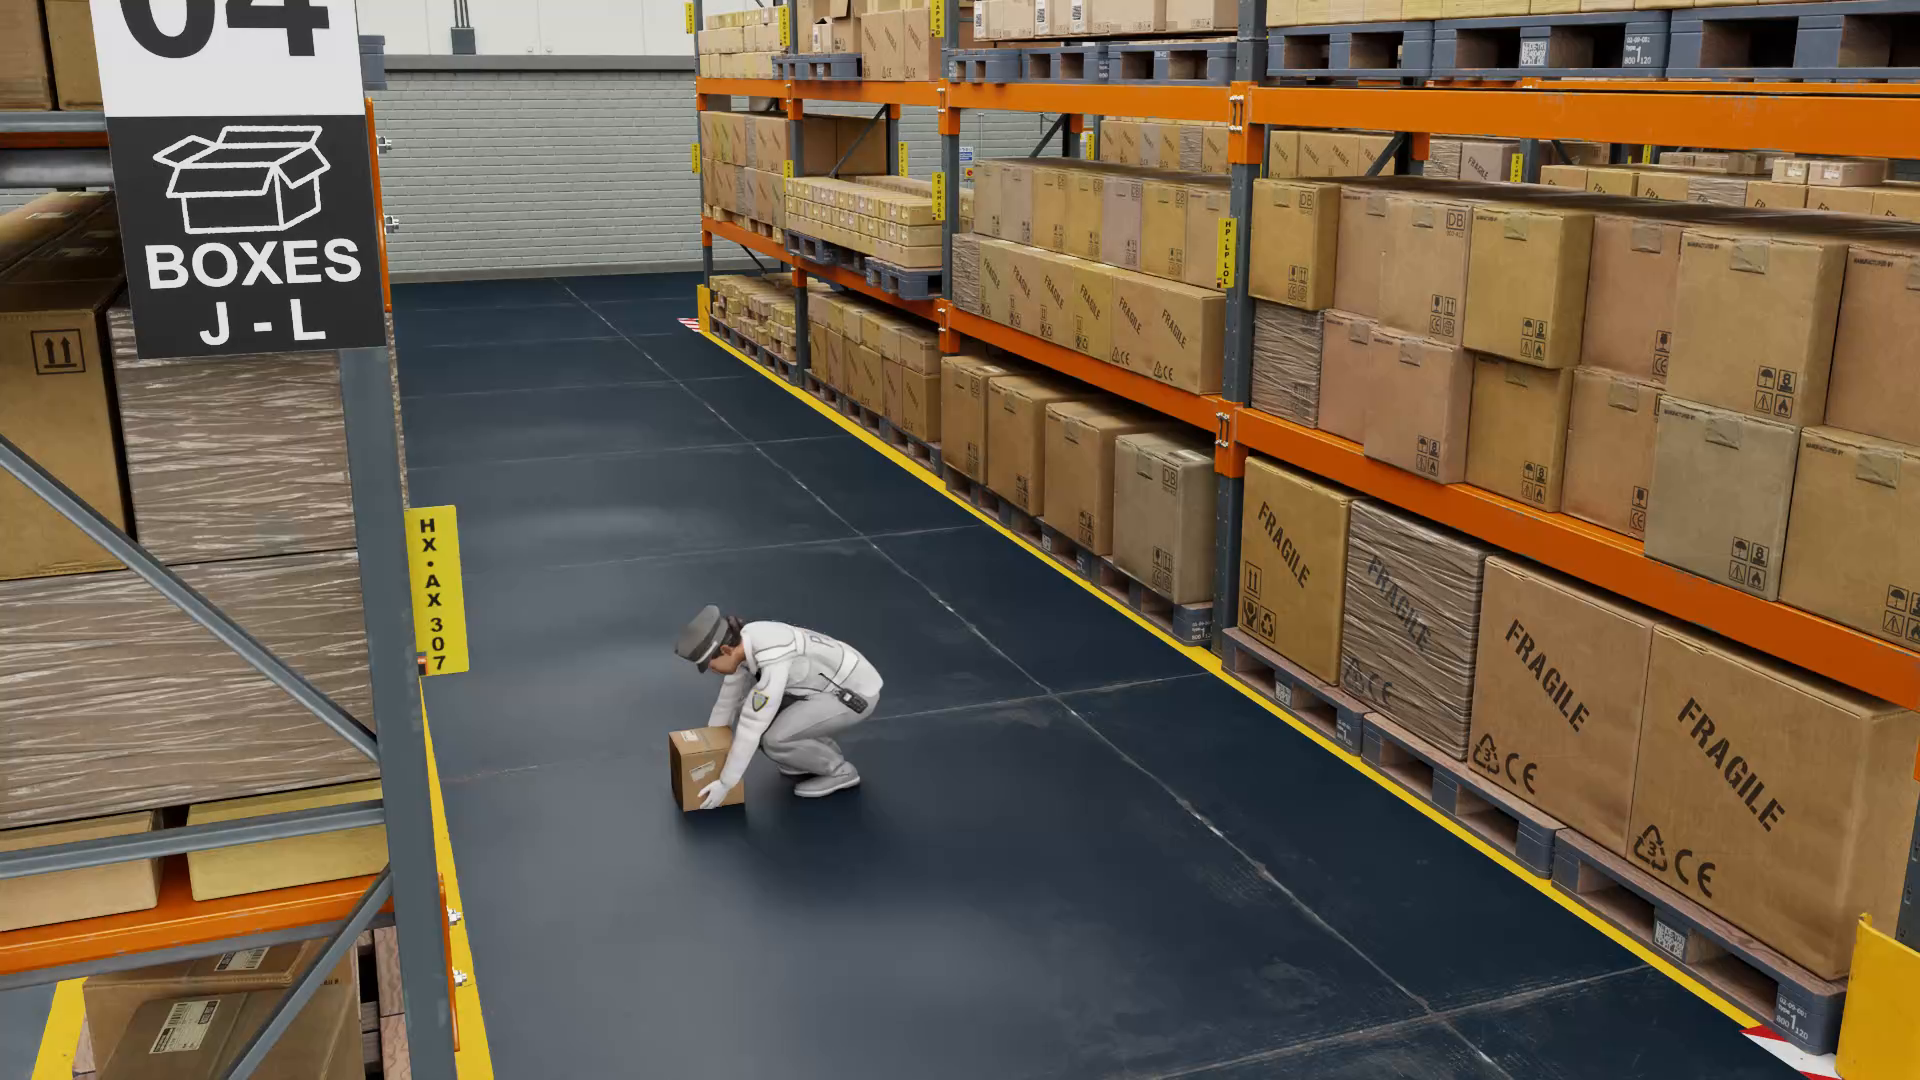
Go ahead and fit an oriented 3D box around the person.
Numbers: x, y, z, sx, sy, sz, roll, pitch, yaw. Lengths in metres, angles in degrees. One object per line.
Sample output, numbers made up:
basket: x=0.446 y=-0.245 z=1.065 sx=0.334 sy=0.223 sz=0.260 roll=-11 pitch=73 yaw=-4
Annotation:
person: x=-0.744 y=0.638 z=6.842 sx=0.863 sy=0.850 sz=0.477 roll=-6 pitch=17 yaw=-20
